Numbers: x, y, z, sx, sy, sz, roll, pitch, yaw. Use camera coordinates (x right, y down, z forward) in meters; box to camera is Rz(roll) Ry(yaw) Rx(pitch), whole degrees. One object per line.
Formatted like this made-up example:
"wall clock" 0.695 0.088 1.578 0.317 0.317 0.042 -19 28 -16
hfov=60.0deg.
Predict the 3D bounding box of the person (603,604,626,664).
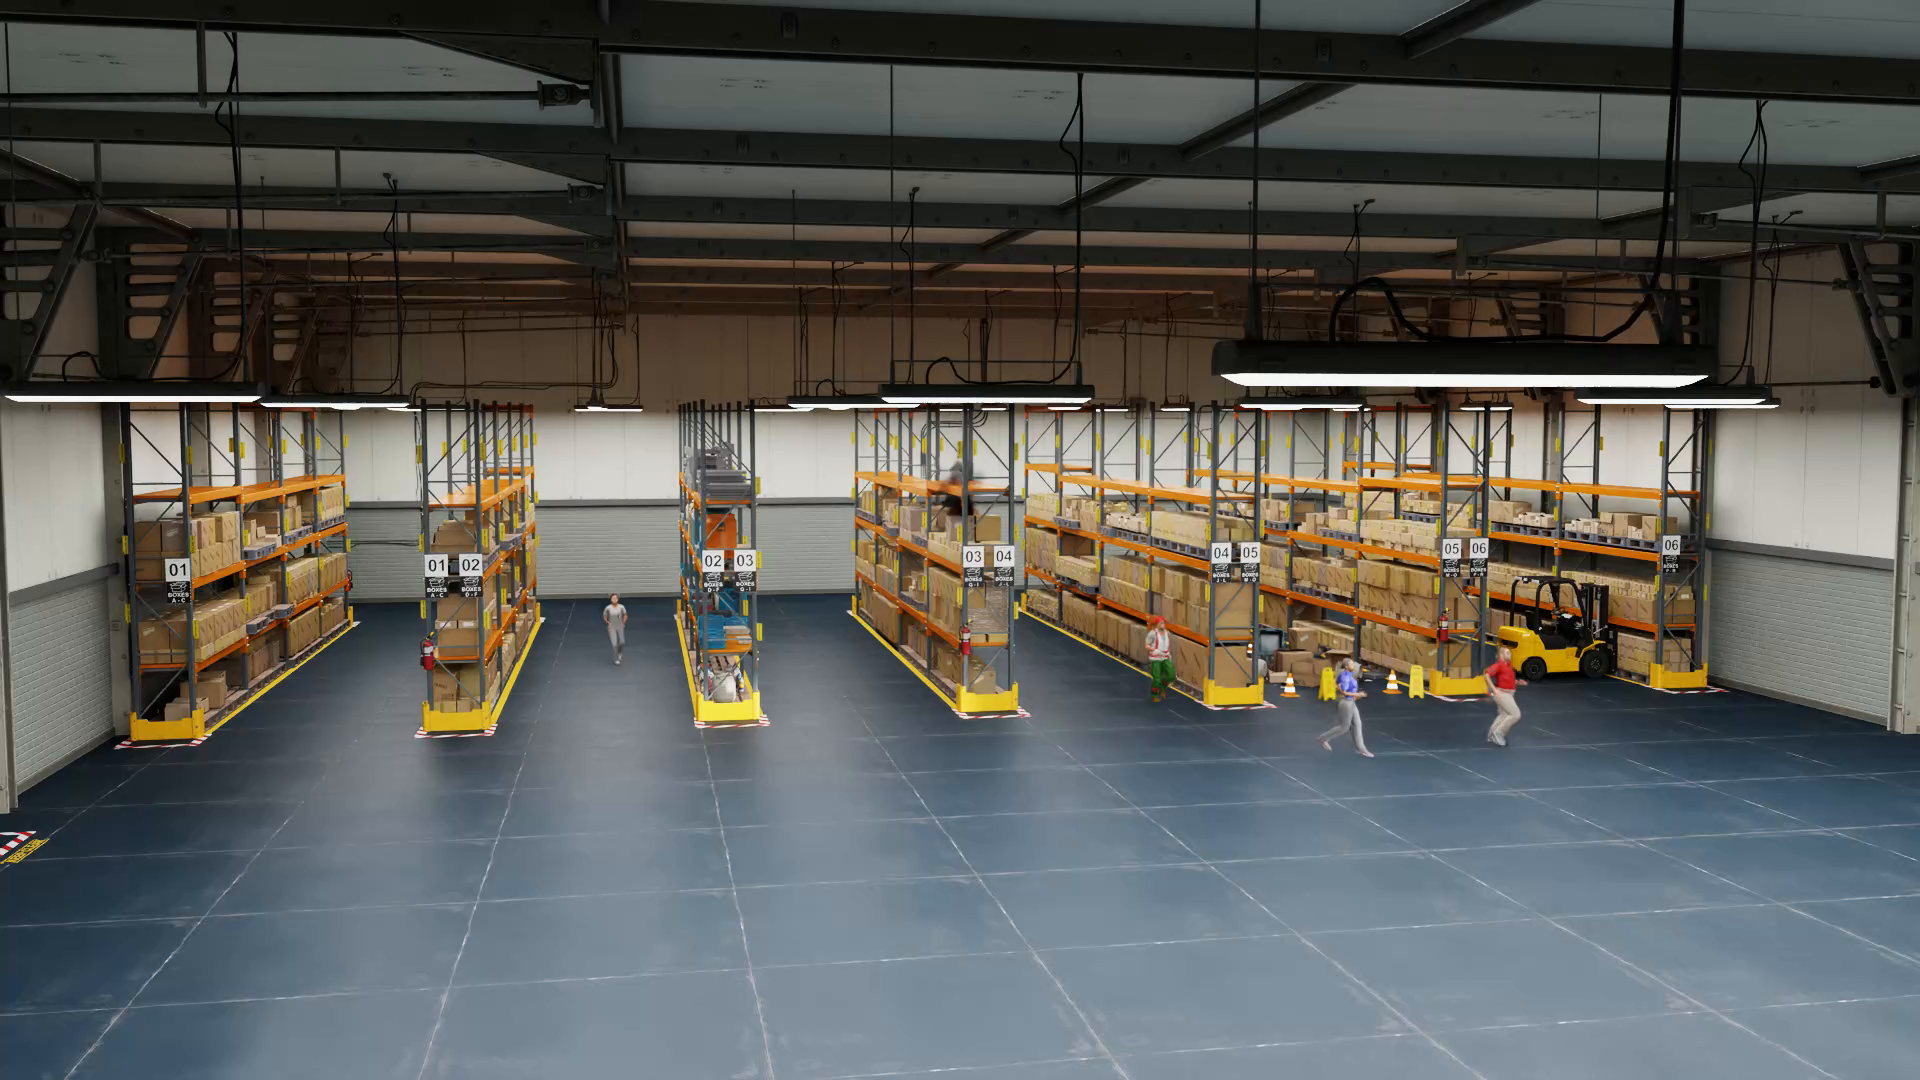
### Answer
"person" -7.027 1.932 39.840 3.232 1.563 3.361 -1 5 -17

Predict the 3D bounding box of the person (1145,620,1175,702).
"person" 3.973 2.387 32.956 0.674 1.682 0.601 -2 5 -23

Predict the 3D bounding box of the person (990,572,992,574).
"person" 0.984 1.286 46.736 0.683 1.788 0.926 -1 4 -11

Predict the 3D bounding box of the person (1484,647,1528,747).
"person" 9.428 2.709 28.661 0.670 1.719 0.646 3 5 32

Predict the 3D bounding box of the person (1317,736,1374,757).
"person" 6.458 3.451 27.844 0.920 0.332 0.209 2 5 21
